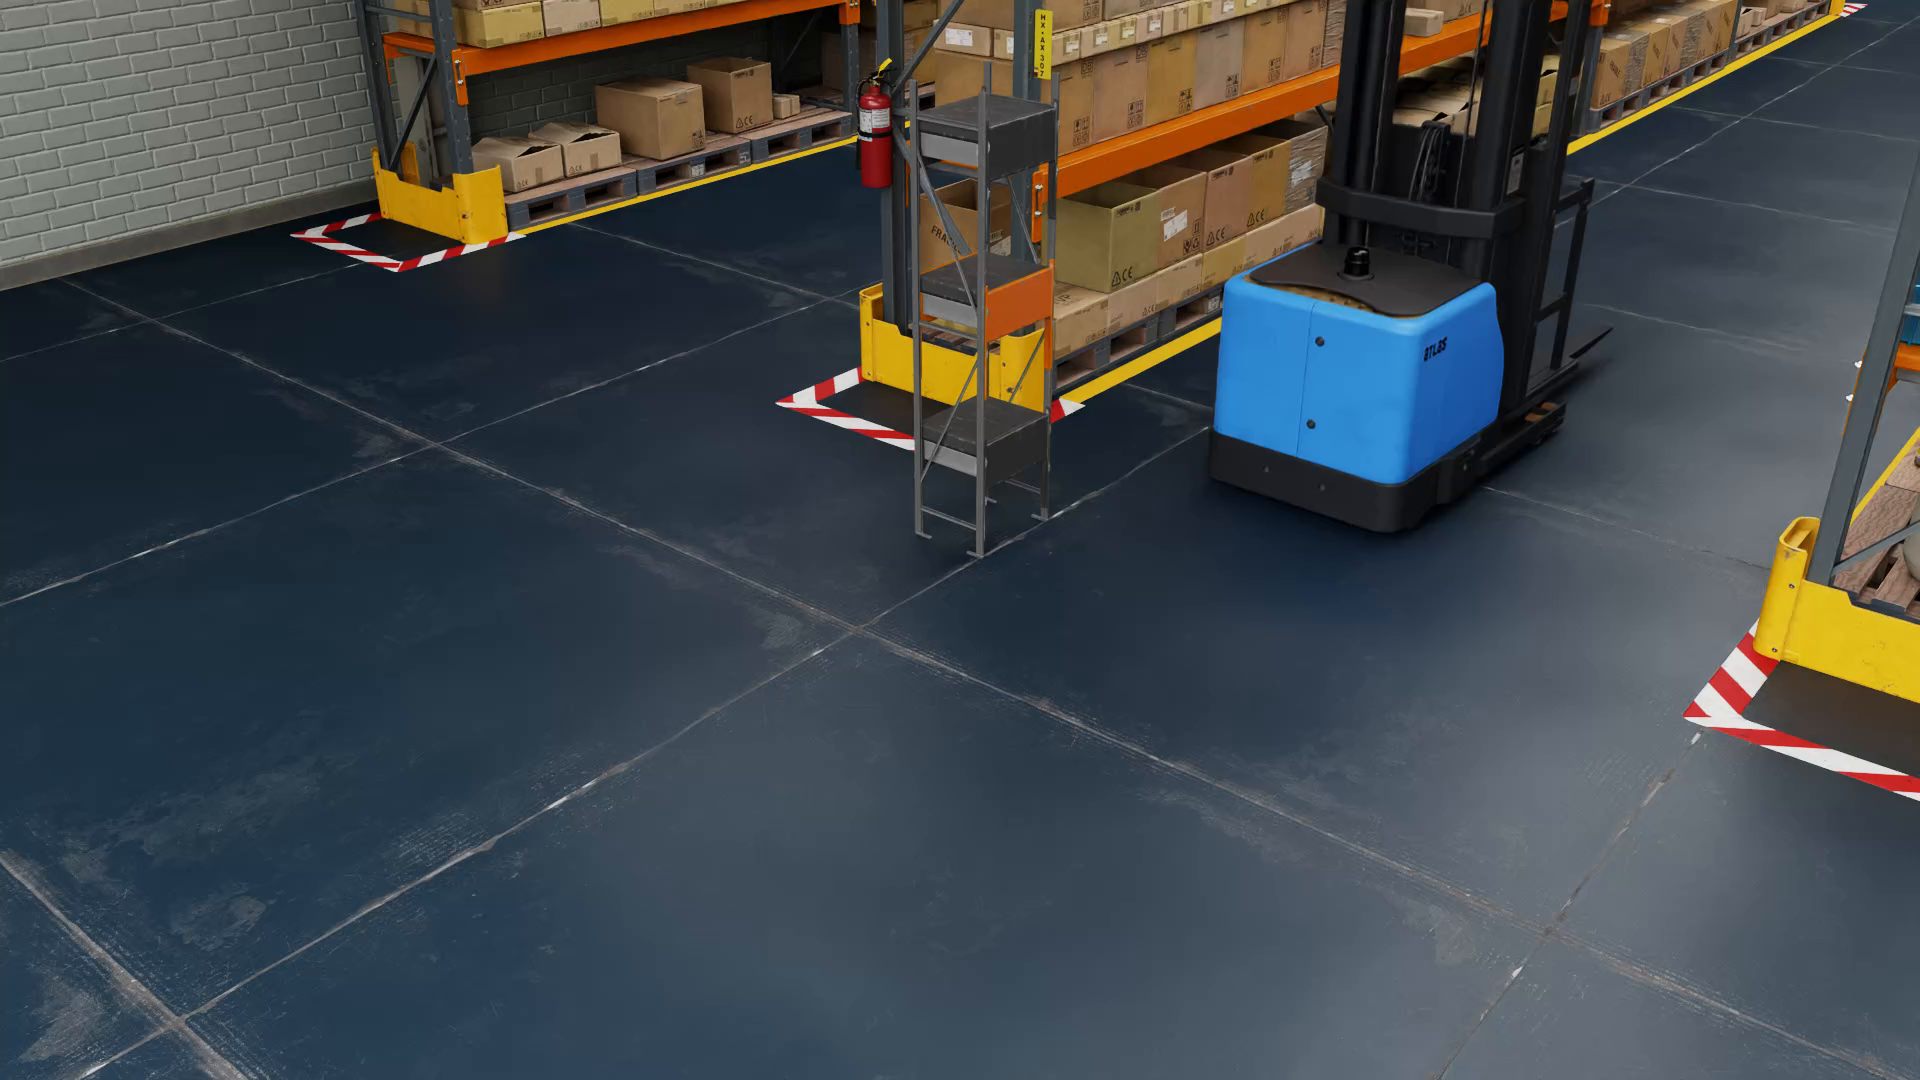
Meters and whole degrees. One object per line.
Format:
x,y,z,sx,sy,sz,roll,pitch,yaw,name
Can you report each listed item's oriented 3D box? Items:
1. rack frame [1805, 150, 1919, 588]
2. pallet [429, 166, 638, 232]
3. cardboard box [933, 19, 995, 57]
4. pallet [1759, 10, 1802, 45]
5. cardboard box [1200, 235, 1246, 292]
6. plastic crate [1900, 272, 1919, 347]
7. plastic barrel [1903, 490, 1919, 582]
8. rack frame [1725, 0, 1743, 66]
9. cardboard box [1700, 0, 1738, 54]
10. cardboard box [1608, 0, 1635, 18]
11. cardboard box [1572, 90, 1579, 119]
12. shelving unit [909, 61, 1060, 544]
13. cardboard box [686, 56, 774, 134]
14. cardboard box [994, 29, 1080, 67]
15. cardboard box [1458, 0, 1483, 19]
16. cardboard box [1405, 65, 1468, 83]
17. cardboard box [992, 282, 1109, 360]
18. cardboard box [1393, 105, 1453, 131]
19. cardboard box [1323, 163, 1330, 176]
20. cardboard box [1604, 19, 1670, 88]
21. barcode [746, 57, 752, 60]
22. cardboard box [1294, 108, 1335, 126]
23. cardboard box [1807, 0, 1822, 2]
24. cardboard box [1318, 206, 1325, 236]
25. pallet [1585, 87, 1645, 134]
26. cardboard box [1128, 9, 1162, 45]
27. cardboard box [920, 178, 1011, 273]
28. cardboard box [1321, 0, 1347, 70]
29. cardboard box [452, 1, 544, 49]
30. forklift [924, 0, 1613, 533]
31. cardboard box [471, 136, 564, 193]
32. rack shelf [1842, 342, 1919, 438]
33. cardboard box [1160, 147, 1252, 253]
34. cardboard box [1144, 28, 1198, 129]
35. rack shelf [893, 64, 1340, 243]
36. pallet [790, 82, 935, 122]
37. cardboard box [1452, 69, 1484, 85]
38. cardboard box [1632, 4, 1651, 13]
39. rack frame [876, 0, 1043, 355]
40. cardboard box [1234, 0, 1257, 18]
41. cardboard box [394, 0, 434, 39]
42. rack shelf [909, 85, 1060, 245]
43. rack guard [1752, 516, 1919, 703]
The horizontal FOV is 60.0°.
3.803,-0.725,5.887,1.000,3.000,0.127,21,34,34,rack frame
-3.249,-2.687,12.713,1.003,0.211,1.213,21,34,34,pallet
0.079,-2.698,8.885,0.380,0.149,0.250,20,33,34,cardboard box
8.829,-5.868,18.863,1.003,0.211,1.213,21,34,34,pallet
1.451,-1.796,10.492,0.500,0.250,0.500,21,34,34,cardboard box
3.891,-0.924,6.433,0.499,0.251,0.616,21,34,34,plastic crate
4.163,-0.062,6.856,0.421,0.512,0.421,0,27,0,plastic barrel
7.616,-6.429,16.912,1.000,3.000,0.127,21,34,34,rack frame
7.523,-5.255,16.885,0.500,0.500,0.500,21,34,34,cardboard box
6.166,-5.214,15.990,0.500,0.250,0.500,20,33,33,cardboard box
4.925,-3.718,14.208,0.500,0.250,0.500,22,34,36,cardboard box
0.107,-0.992,7.383,0.431,2.100,0.499,21,34,34,shelving unit
-1.927,-3.744,13.965,0.500,0.500,0.500,18,32,31,cardboard box
0.399,-2.583,8.663,0.380,0.149,0.250,20,34,34,cardboard box
3.682,-4.268,12.628,0.500,0.500,0.500,21,34,34,cardboard box
3.858,-3.756,13.671,0.500,0.311,0.500,20,33,33,cardboard box
0.496,-1.264,9.465,0.500,0.250,0.500,21,34,34,cardboard box
3.305,-3.056,12.318,0.500,0.311,0.500,20,34,34,cardboard box
2.975,-2.628,12.101,0.500,0.250,0.500,20,33,33,cardboard box
6.233,-4.537,15.497,0.500,0.500,0.500,20,34,34,cardboard box
-1.826,-4.145,14.390,0.001,0.075,0.075,21,34,34,barcode
2.564,-3.034,12.275,0.500,0.311,0.500,21,34,34,cardboard box
10.005,-6.667,19.615,0.500,0.500,0.500,21,34,34,cardboard box
2.401,-2.329,11.523,0.500,0.250,0.500,21,34,34,cardboard box
5.576,-4.025,15.302,1.003,0.211,1.213,21,34,34,pallet
0.887,-2.854,9.187,0.380,0.149,0.250,20,34,34,cardboard box
0.095,-1.749,9.586,0.500,0.500,0.500,21,34,34,cardboard box
2.250,-3.477,11.099,0.700,0.500,0.500,20,33,33,cardboard box
-3.286,-3.643,11.669,0.500,0.250,0.500,20,33,33,cardboard box
1.907,-1.813,8.065,1.782,2.935,4.295,22,34,35,forklift
-3.332,-2.841,12.424,0.500,0.311,0.500,17,32,29,cardboard box
5.075,-1.115,7.423,1.077,0.370,4.000,21,34,34,rack shelf
1.452,-2.128,10.319,0.500,0.500,0.500,21,34,34,cardboard box
0.941,-2.742,9.677,0.700,0.500,0.500,21,34,35,cardboard box
1.255,-2.564,10.224,1.077,0.370,4.000,21,34,34,rack shelf
-0.803,-4.077,15.400,1.003,0.211,1.213,21,34,34,pallet
4.280,-3.603,13.375,0.500,0.311,0.500,20,34,34,cardboard box
6.466,-5.046,16.481,0.500,0.500,0.500,21,34,35,cardboard box
-0.017,-2.174,8.688,1.000,3.000,0.127,21,34,34,rack frame
1.544,-3.221,9.897,0.380,0.149,0.250,22,35,36,cardboard box
-3.694,-3.785,11.944,0.500,0.250,0.500,21,34,35,cardboard box
0.105,-1.601,7.066,0.431,0.518,0.480,21,34,34,rack shelf
3.815,0.345,6.540,1.175,0.500,0.348,21,34,34,rack guard
